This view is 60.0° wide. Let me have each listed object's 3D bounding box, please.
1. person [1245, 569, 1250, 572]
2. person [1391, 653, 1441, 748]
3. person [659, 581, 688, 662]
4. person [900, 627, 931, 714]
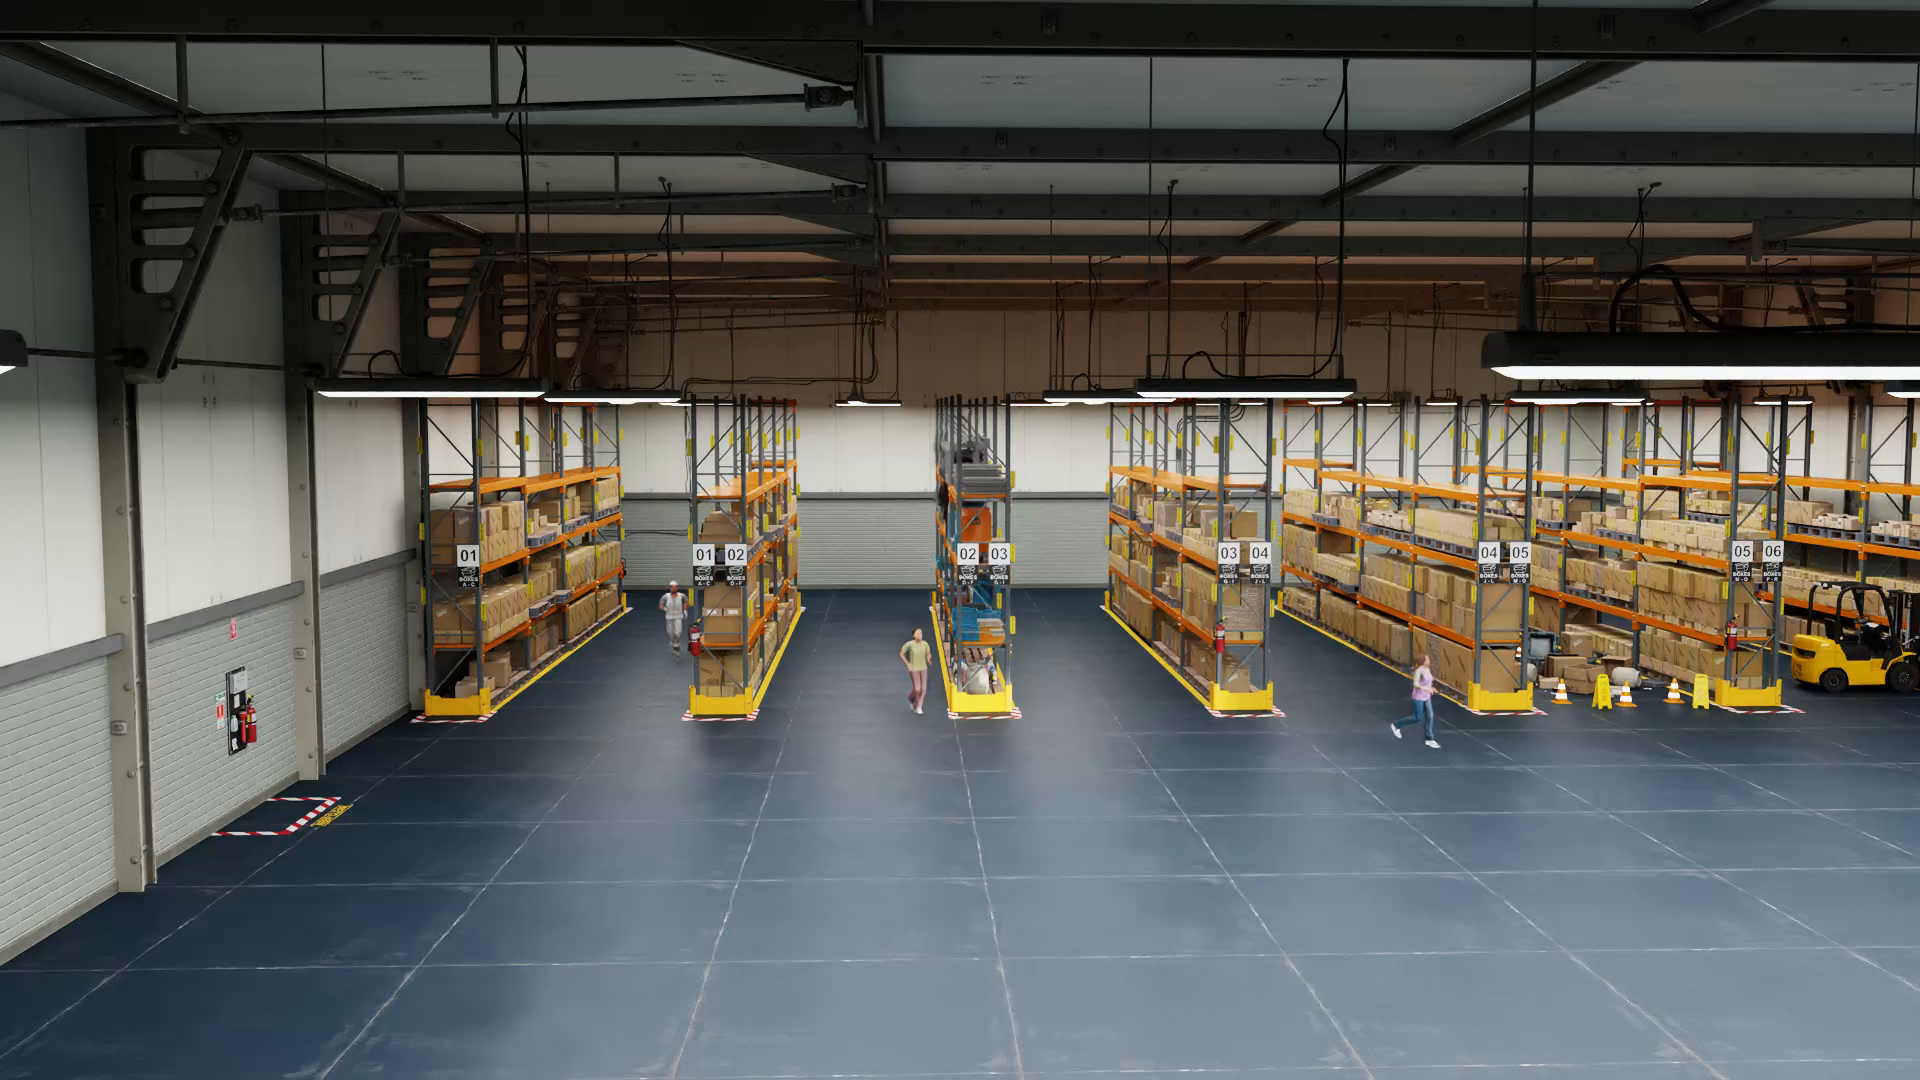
[{"bbox_3d":[7.953,1.224,46.693,0.620,1.679,0.705,1,5,11],"label":"person"},{"bbox_3d":[7.796,2.715,28.305,0.839,1.589,0.549,4,6,38],"label":"person"},{"bbox_3d":[-6.544,1.849,37.968,0.633,1.840,0.795,0,5,-3],"label":"person"},{"bbox_3d":[-0.793,2.450,31.258,0.597,1.626,0.538,-2,5,-23],"label":"person"}]
